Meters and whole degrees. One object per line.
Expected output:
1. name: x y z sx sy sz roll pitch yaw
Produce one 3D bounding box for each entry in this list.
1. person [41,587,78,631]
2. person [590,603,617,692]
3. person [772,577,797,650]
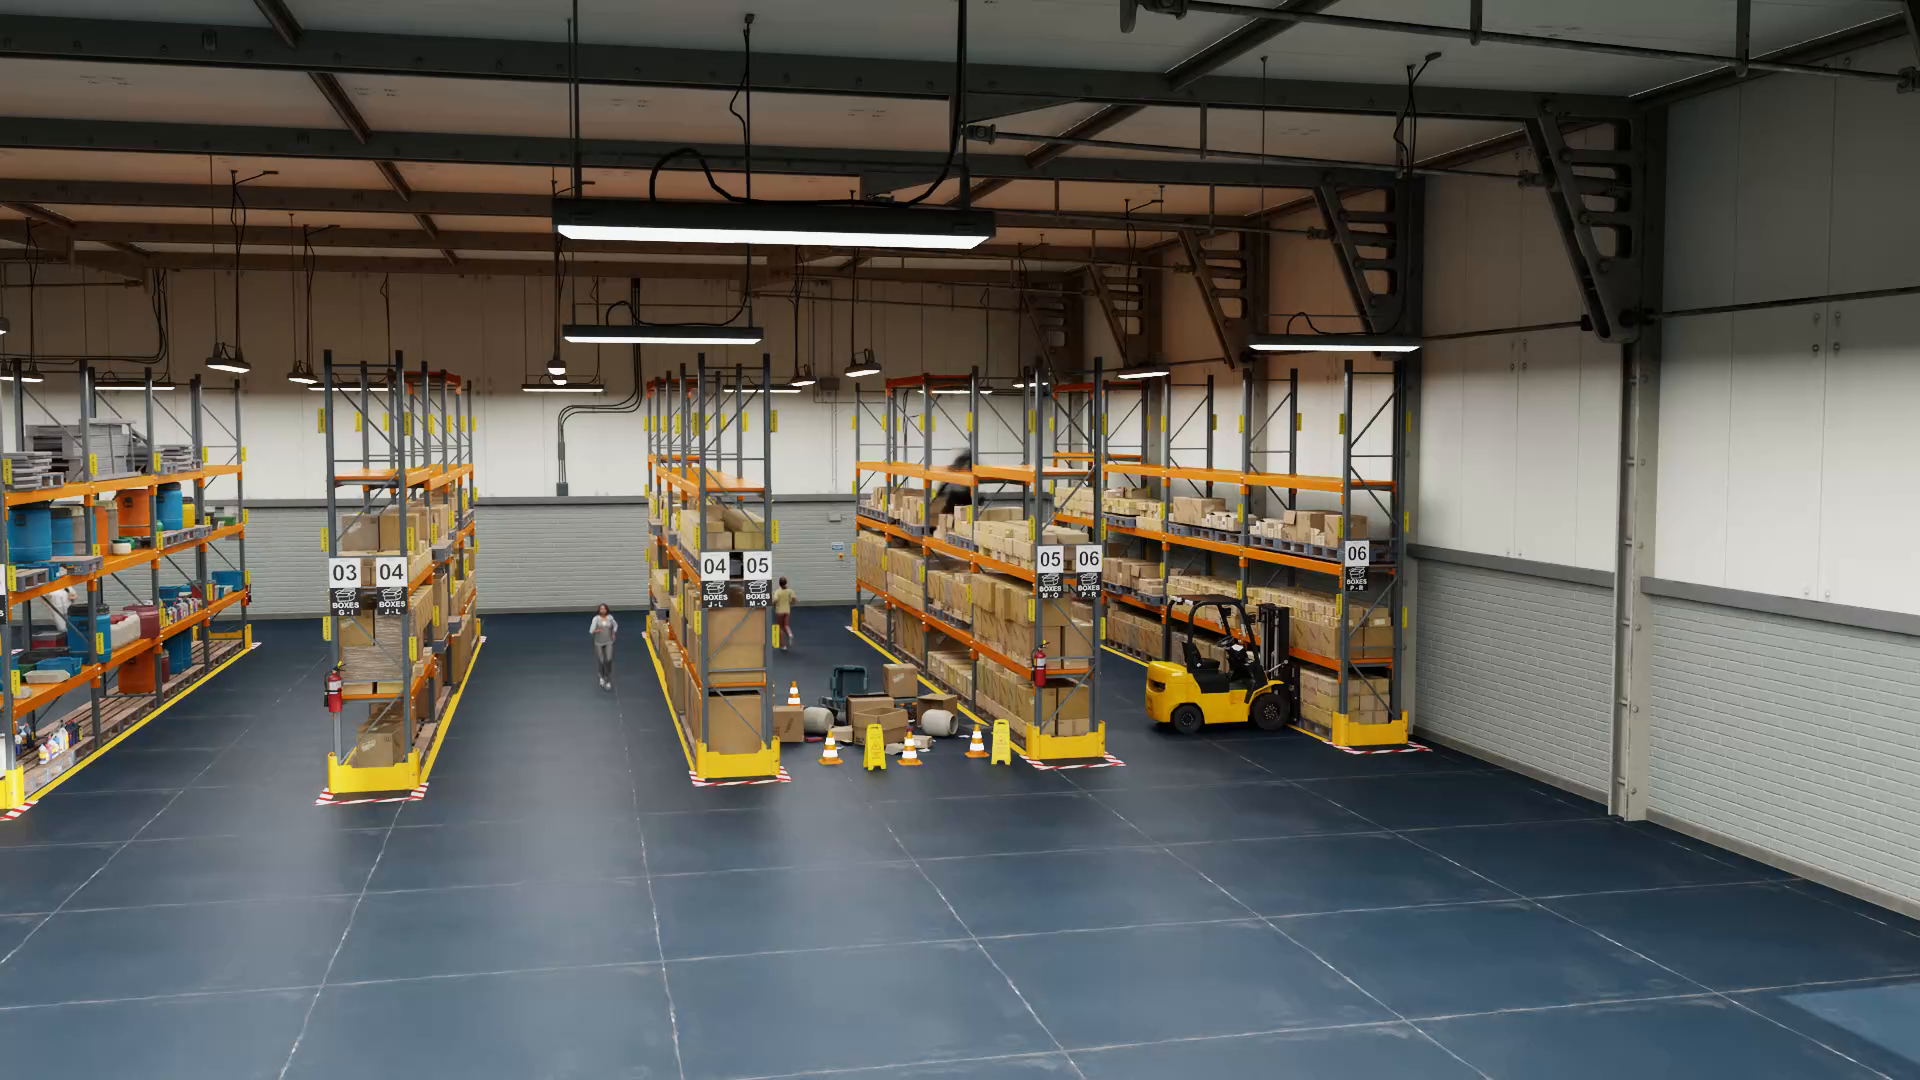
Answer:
1. person: -19.633 1.514 36.309 0.673 1.672 0.746 -4 6 -44
2. person: -6.731 2.004 31.422 0.520 1.635 0.706 -1 4 -13
3. person: -3.901 1.628 36.809 0.572 1.624 0.549 -2 5 -28
